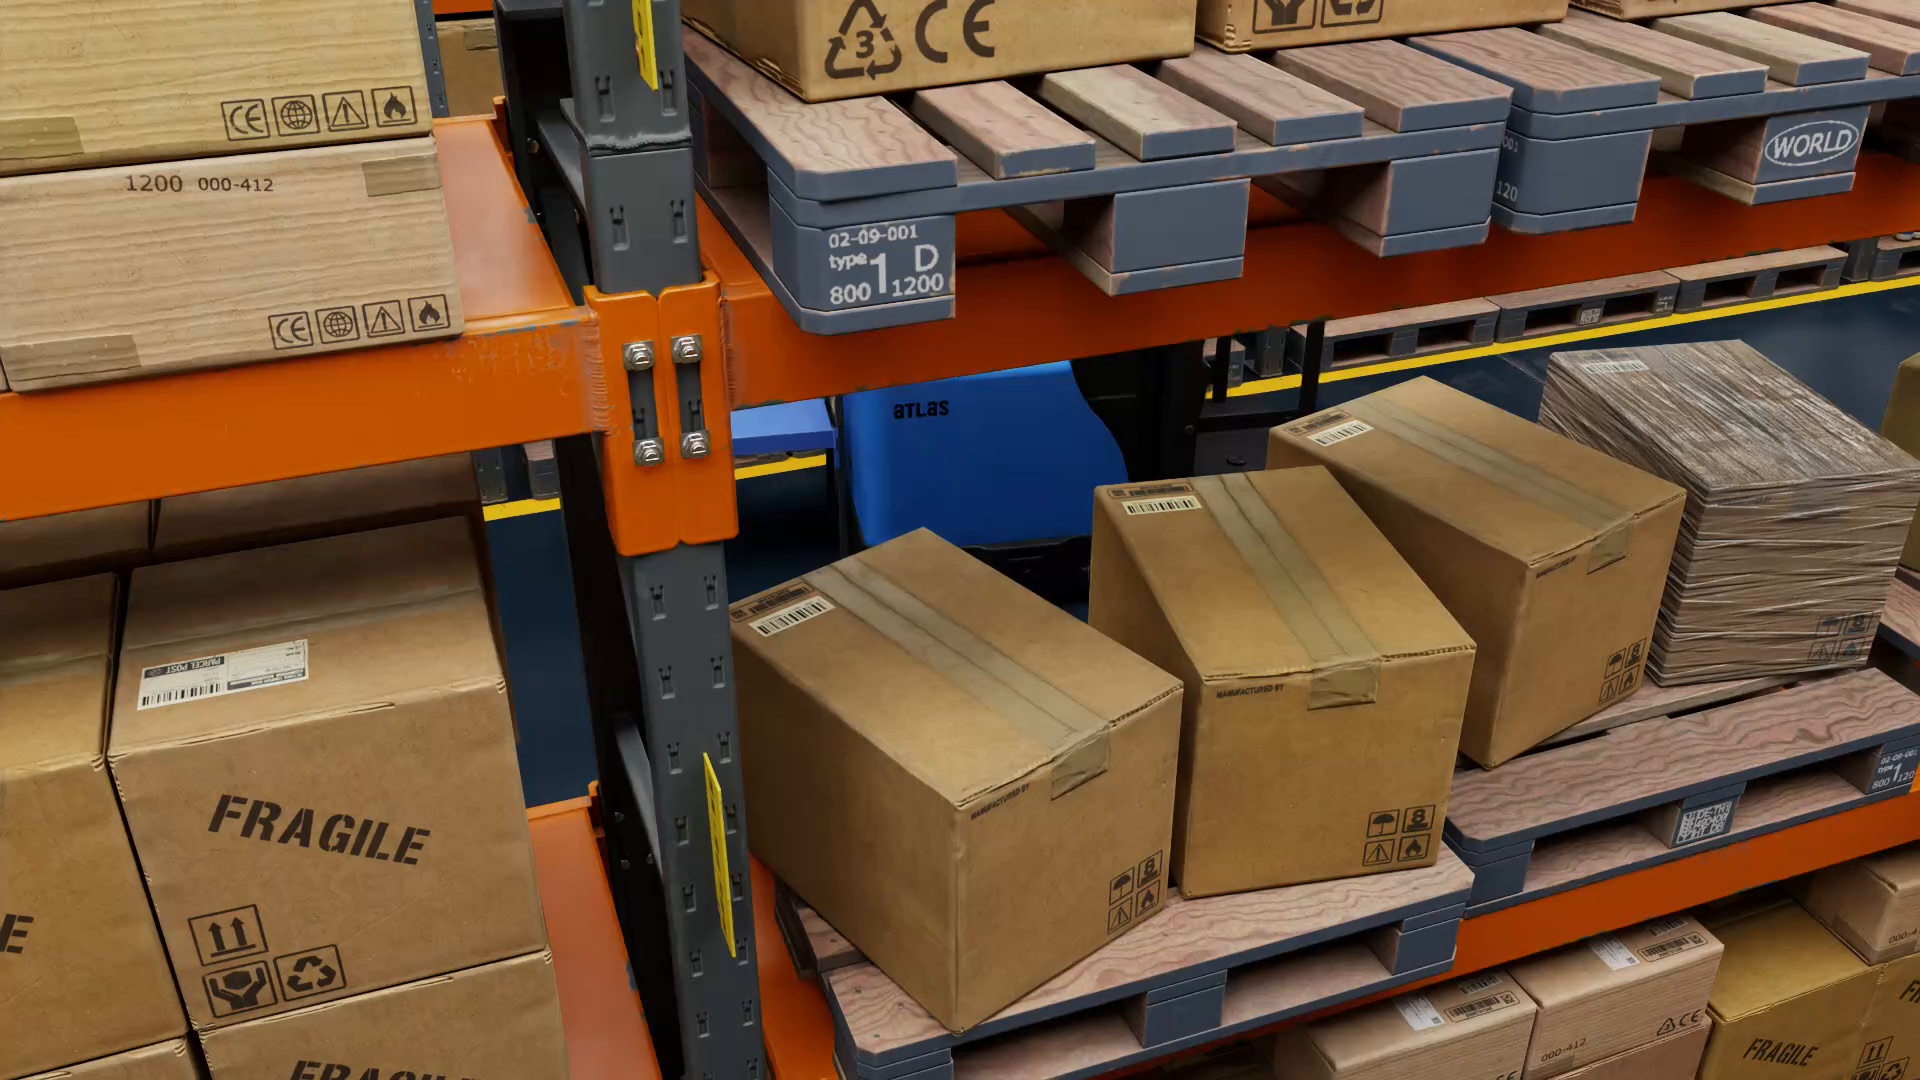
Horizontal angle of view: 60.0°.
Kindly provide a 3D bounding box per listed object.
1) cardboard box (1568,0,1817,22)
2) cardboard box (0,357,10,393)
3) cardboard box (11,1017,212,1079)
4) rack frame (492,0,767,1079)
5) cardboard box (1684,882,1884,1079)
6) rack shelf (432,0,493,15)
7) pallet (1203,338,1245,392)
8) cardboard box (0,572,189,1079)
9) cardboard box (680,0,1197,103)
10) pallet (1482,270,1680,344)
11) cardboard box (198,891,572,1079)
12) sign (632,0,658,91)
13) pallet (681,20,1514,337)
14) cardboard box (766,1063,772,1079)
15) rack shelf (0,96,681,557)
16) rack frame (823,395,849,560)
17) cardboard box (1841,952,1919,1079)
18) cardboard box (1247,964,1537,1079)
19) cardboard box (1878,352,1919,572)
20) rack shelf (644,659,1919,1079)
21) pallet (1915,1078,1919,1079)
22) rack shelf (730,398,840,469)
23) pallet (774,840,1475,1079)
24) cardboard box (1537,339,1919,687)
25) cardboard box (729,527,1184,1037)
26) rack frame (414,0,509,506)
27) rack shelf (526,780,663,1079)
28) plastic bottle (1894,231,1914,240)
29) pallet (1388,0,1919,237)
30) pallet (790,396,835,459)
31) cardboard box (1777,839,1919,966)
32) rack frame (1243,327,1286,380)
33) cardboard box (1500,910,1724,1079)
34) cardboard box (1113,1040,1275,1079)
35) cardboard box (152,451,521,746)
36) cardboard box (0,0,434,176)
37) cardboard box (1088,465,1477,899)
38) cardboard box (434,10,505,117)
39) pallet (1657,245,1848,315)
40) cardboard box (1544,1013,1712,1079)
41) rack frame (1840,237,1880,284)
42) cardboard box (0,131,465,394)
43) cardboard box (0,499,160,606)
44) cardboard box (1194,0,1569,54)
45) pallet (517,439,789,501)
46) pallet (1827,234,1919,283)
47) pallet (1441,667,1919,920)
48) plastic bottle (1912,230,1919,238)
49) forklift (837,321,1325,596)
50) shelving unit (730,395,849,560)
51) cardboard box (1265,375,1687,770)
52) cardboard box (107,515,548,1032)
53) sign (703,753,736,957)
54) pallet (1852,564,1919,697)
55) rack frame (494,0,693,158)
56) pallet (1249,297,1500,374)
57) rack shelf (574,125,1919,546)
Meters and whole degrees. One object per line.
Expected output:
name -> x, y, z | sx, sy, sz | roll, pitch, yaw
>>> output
cardboard box -> 1.187, -1.255, 2.765 | 0.600, 0.600, 0.600 | -12, 32, -20
cardboard box -> -1.395, -0.347, 1.950 | 0.500, 0.250, 0.500 | -10, 31, -18
cardboard box -> -1.421, 0.854, 2.620 | 0.500, 0.500, 0.500 | -10, 31, -16
rack frame -> -0.560, 0.602, 3.162 | 0.127, 3.000, 1.000 | -10, 31, -18
cardboard box -> 1.910, 1.166, 4.253 | 0.500, 0.500, 0.500 | -12, 32, -19
rack shelf -> -2.136, -4.027, 12.015 | 4.000, 0.370, 1.077 | -10, 31, -18
pallet -> 0.741, -1.020, 8.827 | 1.213, 0.211, 1.003 | -10, 31, -18
cardboard box -> -1.422, 0.422, 2.369 | 0.500, 0.500, 0.500 | -11, 31, -19
cardboard box -> -0.062, -1.023, 2.359 | 0.600, 0.600, 0.600 | -14, 32, -22
pallet -> 3.347, -1.500, 9.669 | 1.213, 0.211, 1.003 | -10, 31, -18
cardboard box -> -0.939, 0.764, 2.777 | 0.500, 0.500, 0.500 | -10, 31, -17
sign -> -0.363, -0.675, 1.852 | 0.005, 0.325, 0.100 | -10, 31, -18
pallet -> 0.076, -0.699, 2.607 | 1.003, 0.211, 1.213 | -10, 31, -18
cardboard box -> -0.197, 1.279, 4.055 | 0.500, 0.500, 0.500 | -11, 31, -18
rack shelf -> -2.434, -0.043, 1.992 | 4.000, 0.370, 1.077 | -10, 31, -18
rack frame -> -0.530, -0.655, 6.884 | 0.032, 1.500, 0.500 | -5, 30, -9
cardboard box -> 2.395, 1.077, 4.410 | 0.500, 0.500, 0.500 | -9, 31, -16
cardboard box -> 0.916, 1.029, 3.738 | 0.500, 0.250, 0.500 | -10, 31, -18
cardboard box -> 2.638, -0.153, 3.963 | 0.500, 0.500, 0.700 | -22, 37, -34
rack shelf -> 1.315, 0.570, 3.946 | 4.000, 0.370, 1.077 | -10, 31, -18
pallet -> 2.476, 1.235, 4.869 | 1.213, 0.211, 1.003 | -10, 31, -18
rack shelf -> -1.029, -0.452, 6.891 | 1.000, 0.185, 0.538 | -5, 30, -9
pallet -> 0.227, 0.599, 3.363 | 1.213, 0.211, 1.003 | -10, 31, -18
cardboard box -> 1.715, -0.084, 3.841 | 0.500, 0.500, 0.700 | -5, 30, -8
cardboard box -> -0.038, 0.399, 2.995 | 0.500, 0.500, 0.700 | -22, 37, -34
rack frame -> -2.283, -1.696, 7.197 | 0.127, 3.000, 1.000 | -10, 31, -18
rack shelf -> -2.434, 1.260, 2.735 | 4.000, 0.370, 1.077 | -10, 31, -18
plastic bottle -> 5.666, -1.935, 9.927 | 0.097, 0.271, 0.097 | 0, 30, 0
pallet -> 1.047, -0.880, 2.924 | 1.003, 0.211, 1.213 | -10, 31, -18
pallet -> -0.400, -0.811, 8.460 | 1.213, 0.211, 1.003 | -10, 31, -18
cardboard box -> 2.343, 0.763, 4.204 | 0.500, 0.250, 0.500 | -9, 31, -16
rack frame -> 1.466, -2.387, 8.409 | 0.127, 3.000, 1.000 | -10, 31, -18
cardboard box -> 1.386, 0.942, 3.890 | 0.500, 0.250, 0.500 | -11, 31, -19
cardboard box -> 0.475, 1.430, 3.791 | 0.500, 0.500, 0.500 | -10, 31, -17
cardboard box -> -1.099, 0.075, 2.977 | 0.500, 0.500, 0.500 | -10, 31, -16
cardboard box -> -0.921, -0.643, 1.965 | 0.500, 0.250, 0.500 | -10, 31, -18
cardboard box -> 0.585, 0.250, 3.255 | 0.500, 0.500, 0.700 | -6, 30, -10
cardboard box -> -3.417, -3.373, 11.863 | 0.875, 0.875, 1.225 | -10, 31, -17
pallet -> 4.492, -1.712, 10.042 | 1.213, 0.211, 1.003 | -10, 31, -18
cardboard box -> 1.420, 1.260, 4.089 | 0.500, 0.500, 0.500 | -12, 32, -19
rack frame -> 5.215, -3.077, 9.621 | 0.127, 3.000, 1.000 | -10, 31, -18
cardboard box -> -0.923, -0.428, 2.093 | 0.500, 0.250, 0.500 | -10, 31, -18
cardboard box -> -1.583, 0.165, 2.820 | 0.500, 0.500, 0.500 | -11, 32, -19
cardboard box -> 0.557, -1.149, 2.580 | 0.600, 0.600, 0.600 | -11, 31, -18
pallet -> -1.546, -0.599, 8.087 | 1.213, 0.211, 1.003 | -10, 31, -18
pallet -> 5.859, -1.962, 10.481 | 1.213, 0.211, 1.003 | -10, 31, -18
pallet -> 1.368, 0.333, 3.829 | 1.213, 0.211, 1.003 | -10, 31, -18
plastic bottle -> 5.761, -1.922, 9.975 | 0.097, 0.201, 0.097 | 0, 30, 0
forklift -> 1.022, -1.332, 6.627 | 3.031, 2.935, 1.130 | -5, 30, -9
shelving unit -> -1.029, -0.608, 6.802 | 1.048, 1.500, 0.538 | -5, 30, -9
cardboard box -> 1.075, 0.043, 3.619 | 0.500, 0.500, 0.700 | -19, 35, -30
cardboard box -> -0.943, 0.332, 2.526 | 0.500, 0.500, 0.500 | -10, 31, -17
sign -> -0.363, 0.477, 2.509 | 0.005, 0.325, 0.100 | -10, 31, -18
pallet -> 2.579, 0.145, 4.159 | 1.003, 0.211, 1.213 | -10, 31, -18
rack frame -> -0.560, -2.004, 1.677 | 0.127, 3.000, 1.000 | -10, 31, -18
pallet -> 2.205, -1.291, 9.303 | 1.213, 0.211, 1.003 | -10, 31, -18
rack shelf -> 1.315, -0.734, 3.204 | 4.000, 0.370, 1.077 | -10, 31, -18
